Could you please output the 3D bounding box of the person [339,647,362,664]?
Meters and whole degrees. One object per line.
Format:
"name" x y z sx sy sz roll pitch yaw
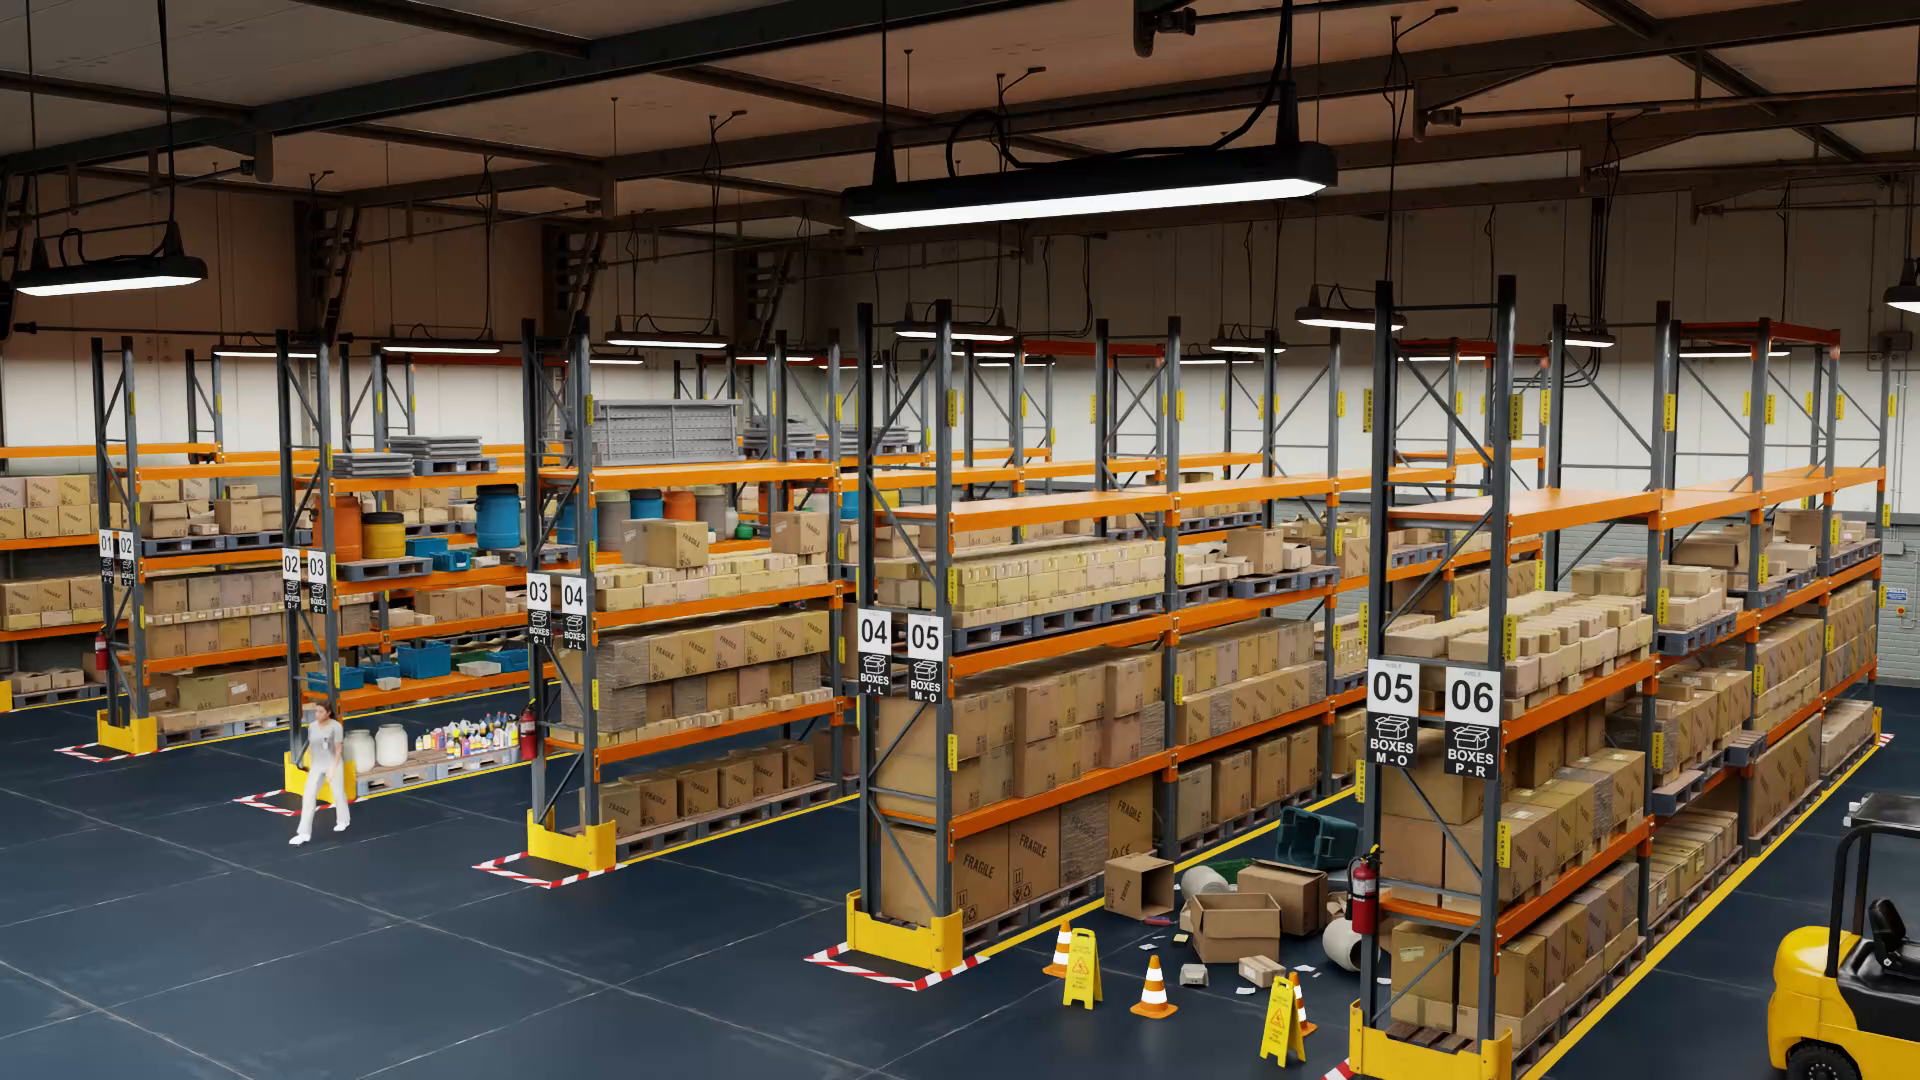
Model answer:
"person" -11.088 1.722 30.232 0.545 1.657 0.604 4 6 36

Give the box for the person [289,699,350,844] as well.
"person" -7.396 2.649 19.313 0.479 1.618 0.974 0 5 1
